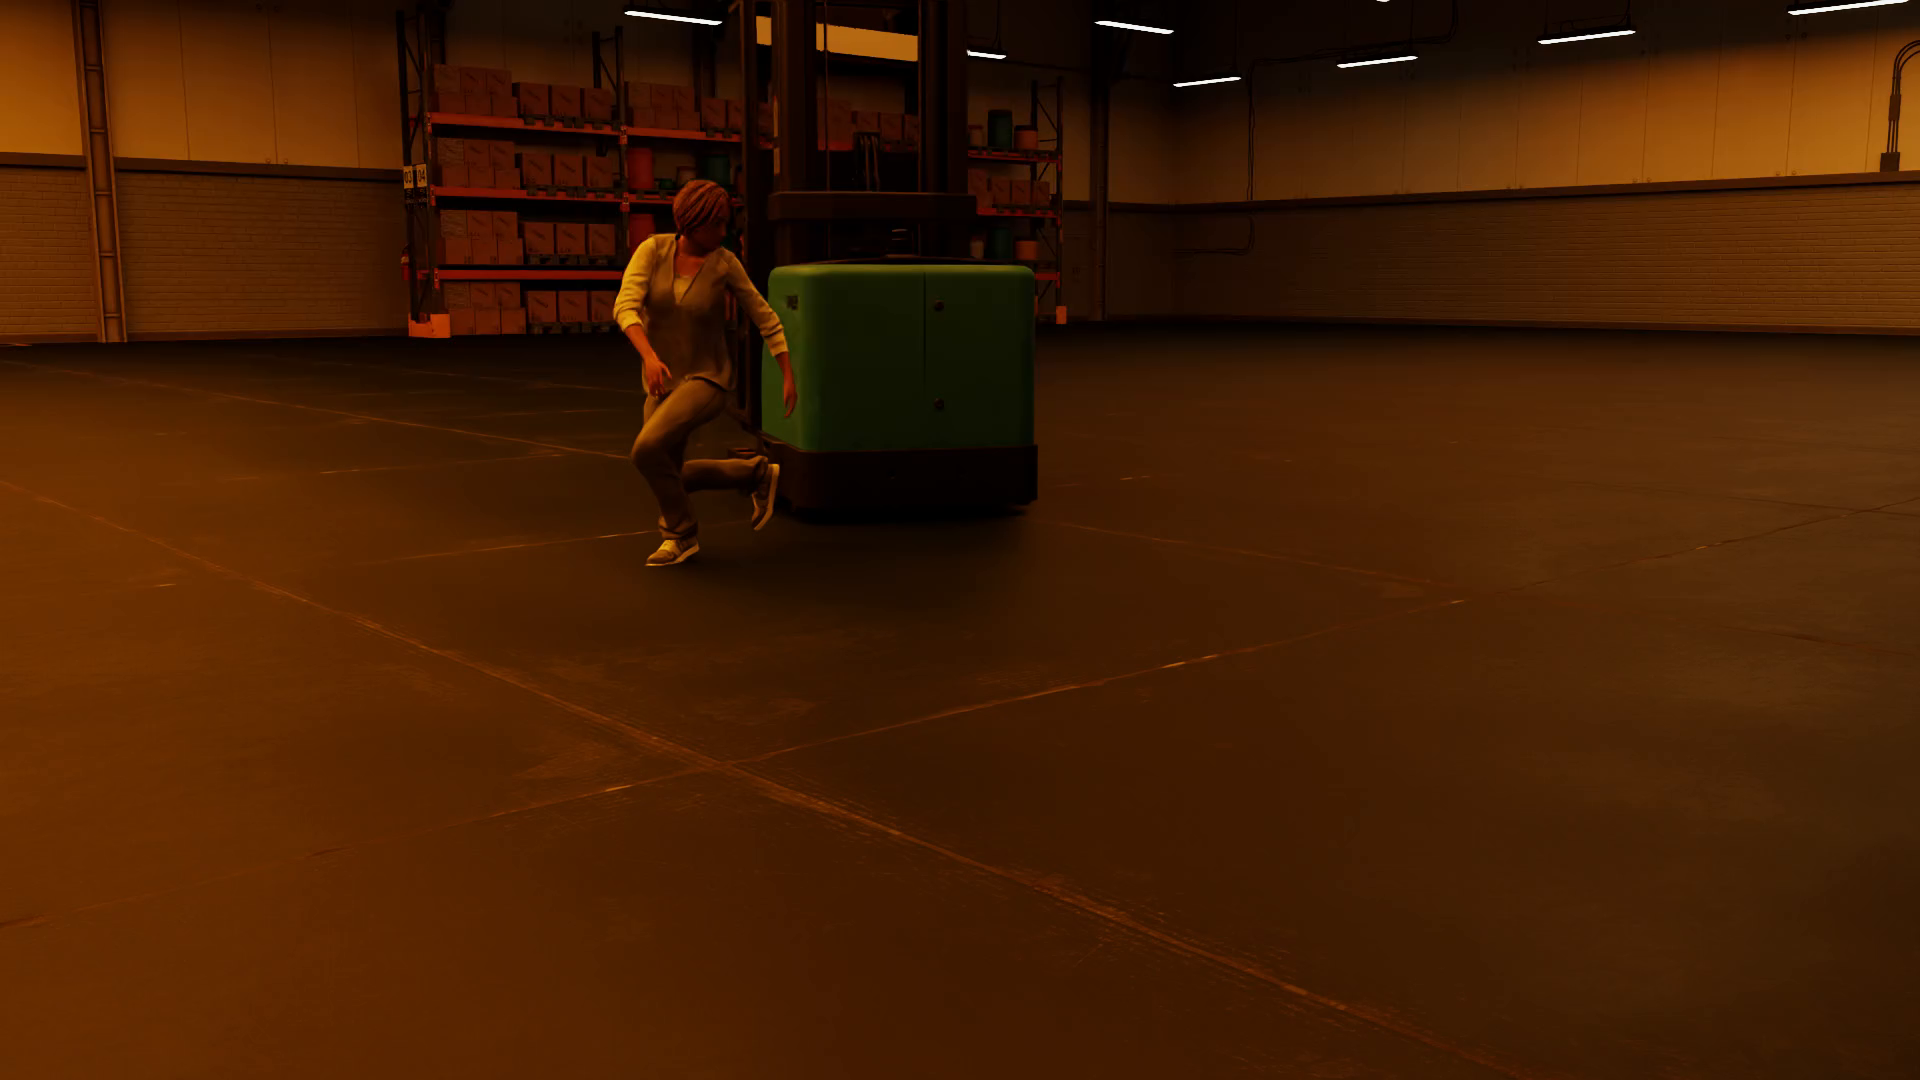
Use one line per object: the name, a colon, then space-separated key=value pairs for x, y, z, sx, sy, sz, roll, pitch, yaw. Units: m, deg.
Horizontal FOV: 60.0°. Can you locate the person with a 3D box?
person: x=-0.915 y=-0.601 z=6.058 sx=0.539 sy=1.385 sz=0.809 roll=4 pitch=10 yaw=25

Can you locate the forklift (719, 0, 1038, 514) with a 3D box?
forklift: x=-0.570 y=-1.745 z=8.229 sx=1.130 sy=2.935 sz=3.031 roll=-3 pitch=9 yaw=-16
